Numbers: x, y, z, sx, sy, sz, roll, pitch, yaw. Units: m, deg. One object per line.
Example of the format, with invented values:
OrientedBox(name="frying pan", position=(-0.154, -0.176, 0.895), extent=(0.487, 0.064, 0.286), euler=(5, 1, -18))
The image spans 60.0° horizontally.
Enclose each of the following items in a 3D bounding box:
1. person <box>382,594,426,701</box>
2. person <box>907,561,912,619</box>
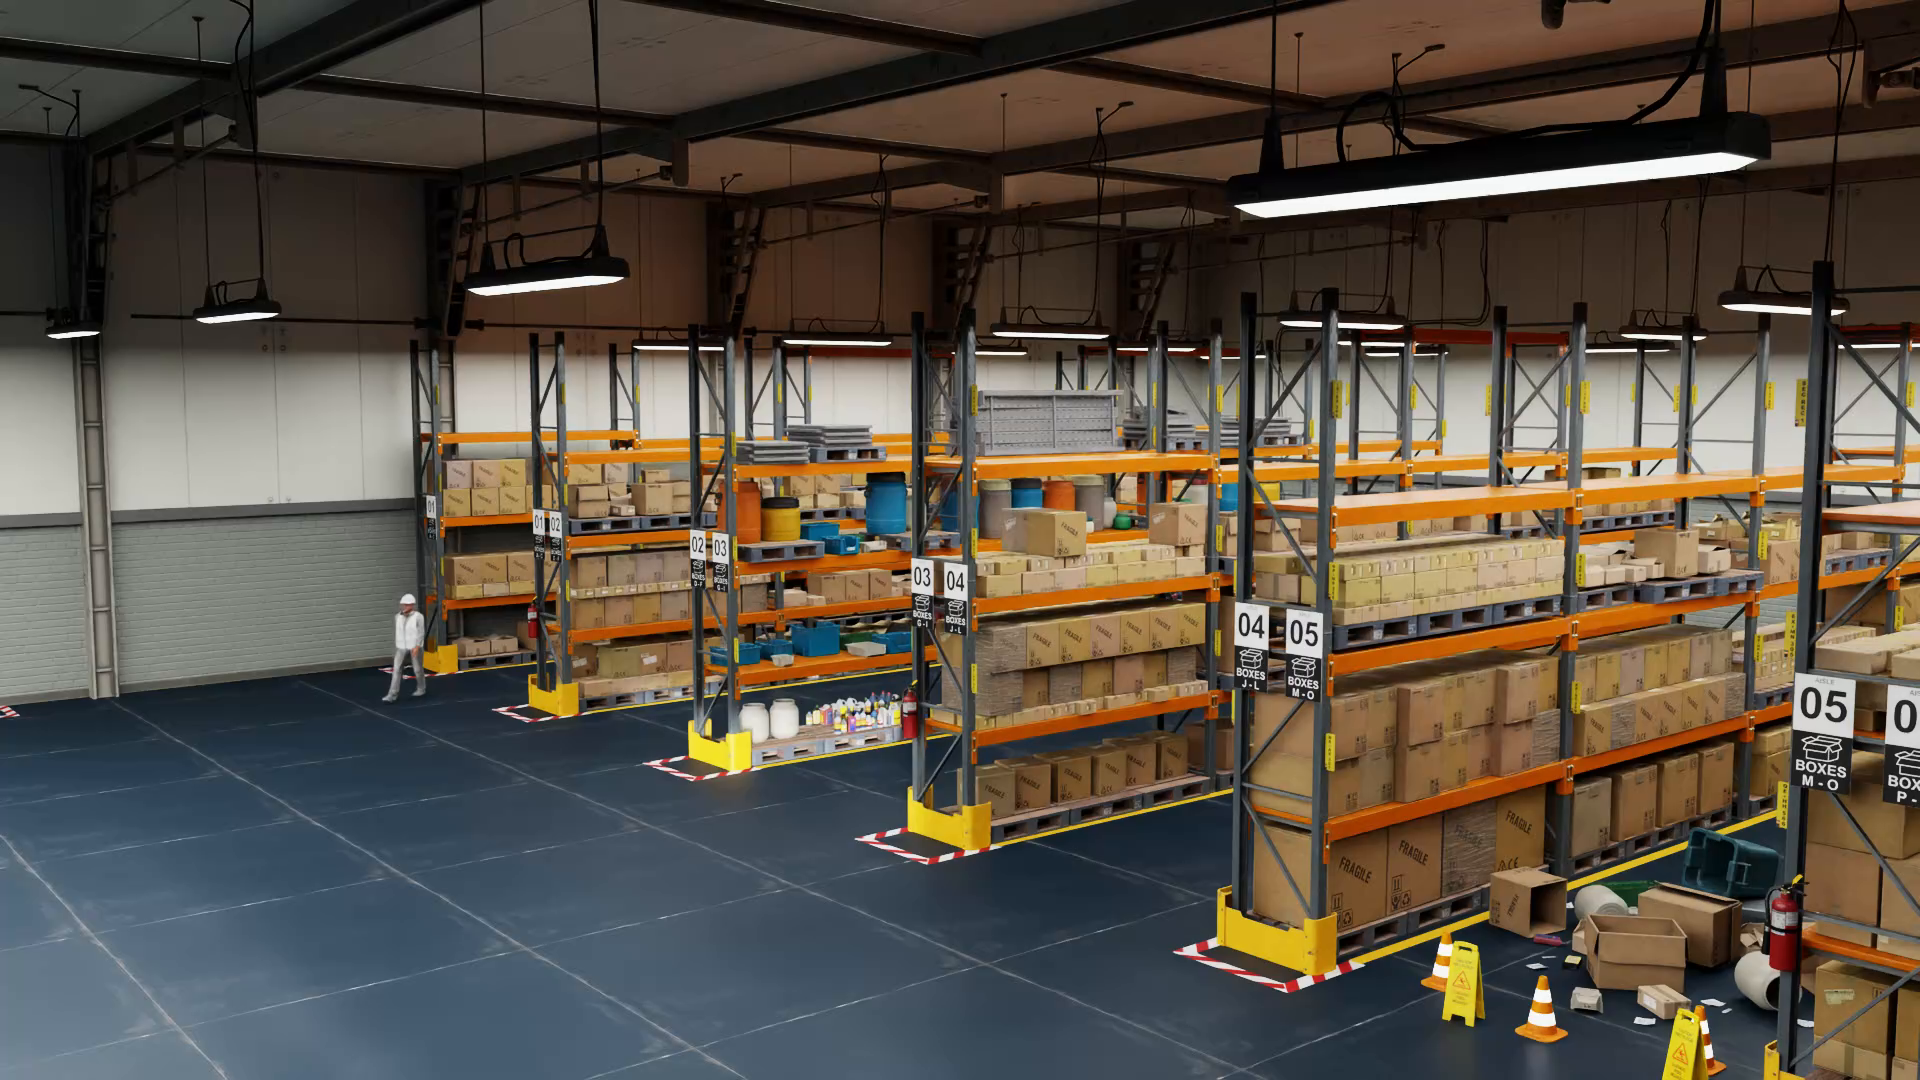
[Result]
OrientedBox(name="person", position=(-9.076, 1.752, 27.300), extent=(0.587, 1.724, 0.964), euler=(0, 5, 1))
OrientedBox(name="person", position=(-0.789, 1.225, 33.610), extent=(0.700, 1.668, 0.670), euler=(-3, 6, -30))
